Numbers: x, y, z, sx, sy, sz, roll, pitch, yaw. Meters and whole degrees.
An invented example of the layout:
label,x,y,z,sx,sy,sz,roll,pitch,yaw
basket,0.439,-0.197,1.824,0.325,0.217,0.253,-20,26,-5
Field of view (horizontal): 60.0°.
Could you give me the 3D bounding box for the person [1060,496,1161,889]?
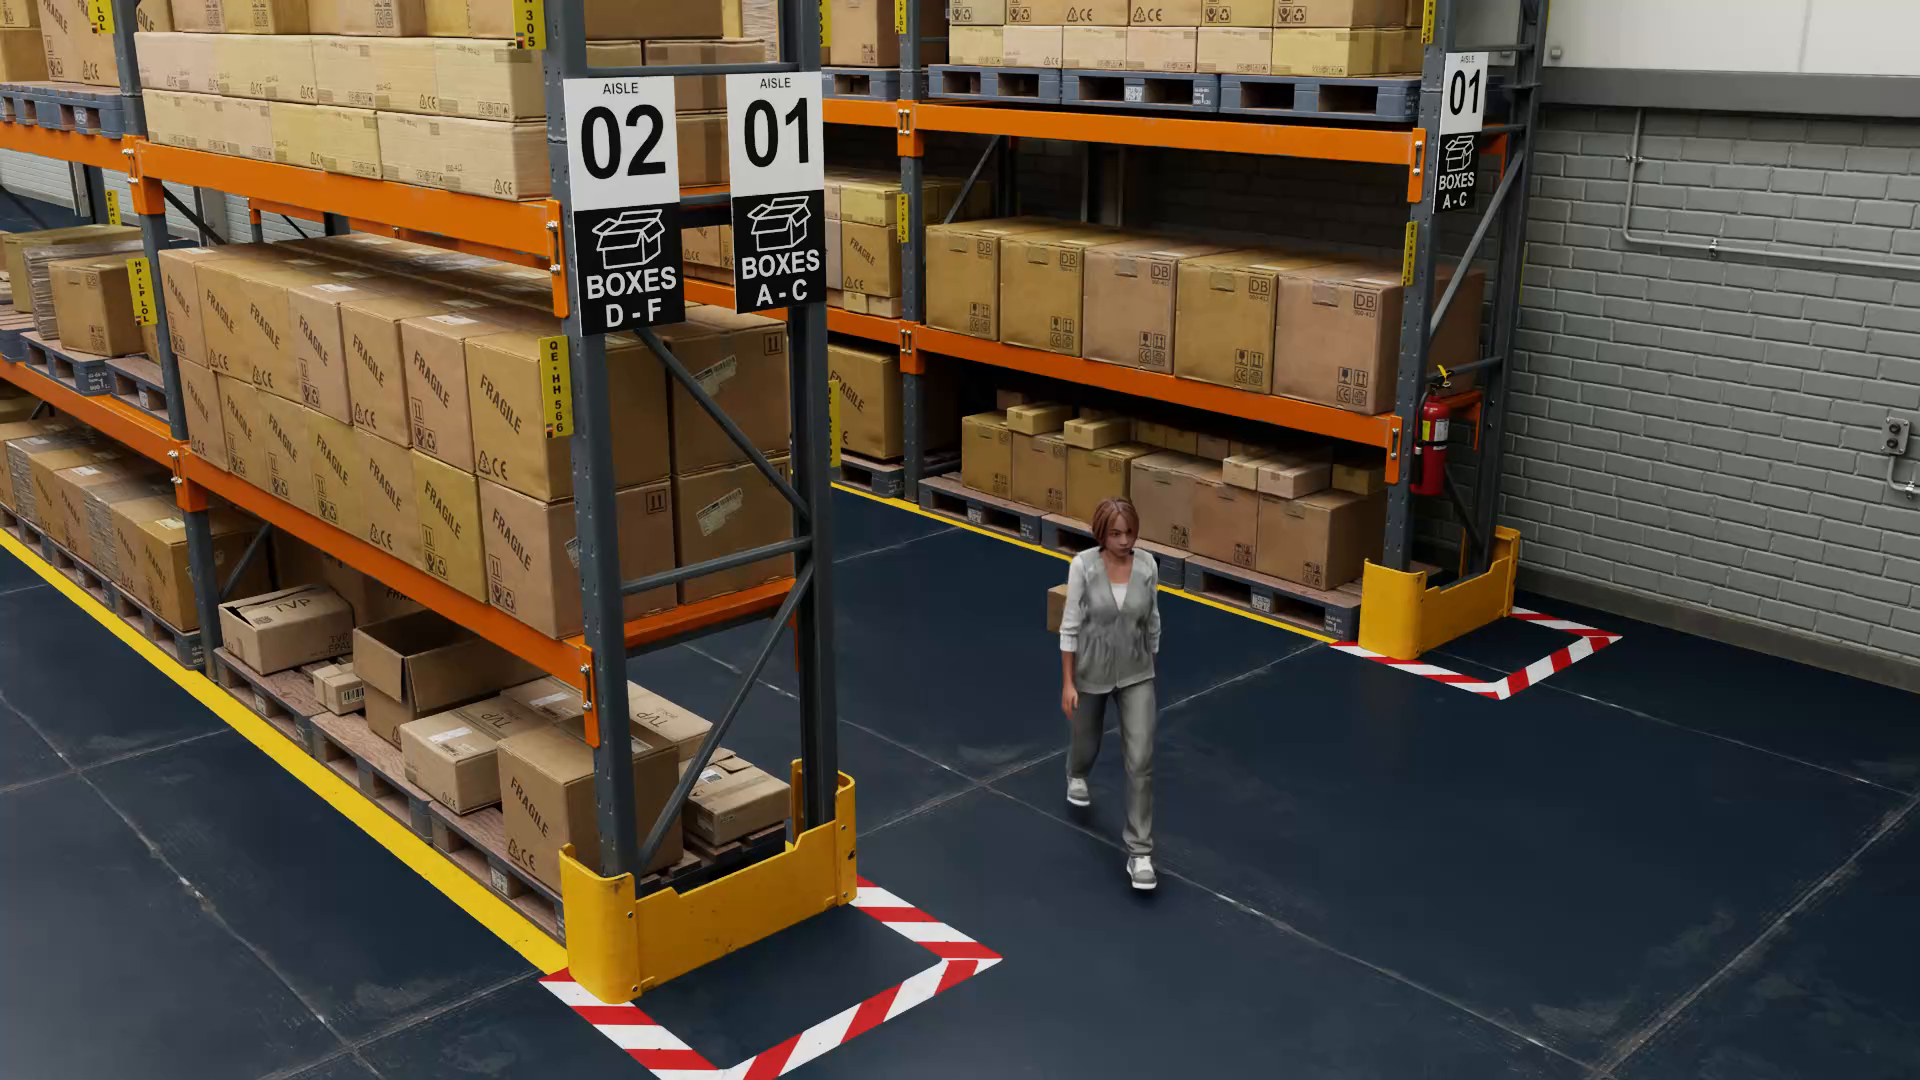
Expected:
label,x,y,z,sx,sy,sz,roll,pitch,yaw
person,0.610,0.549,6.809,0.422,1.552,0.899,-1,18,-2
